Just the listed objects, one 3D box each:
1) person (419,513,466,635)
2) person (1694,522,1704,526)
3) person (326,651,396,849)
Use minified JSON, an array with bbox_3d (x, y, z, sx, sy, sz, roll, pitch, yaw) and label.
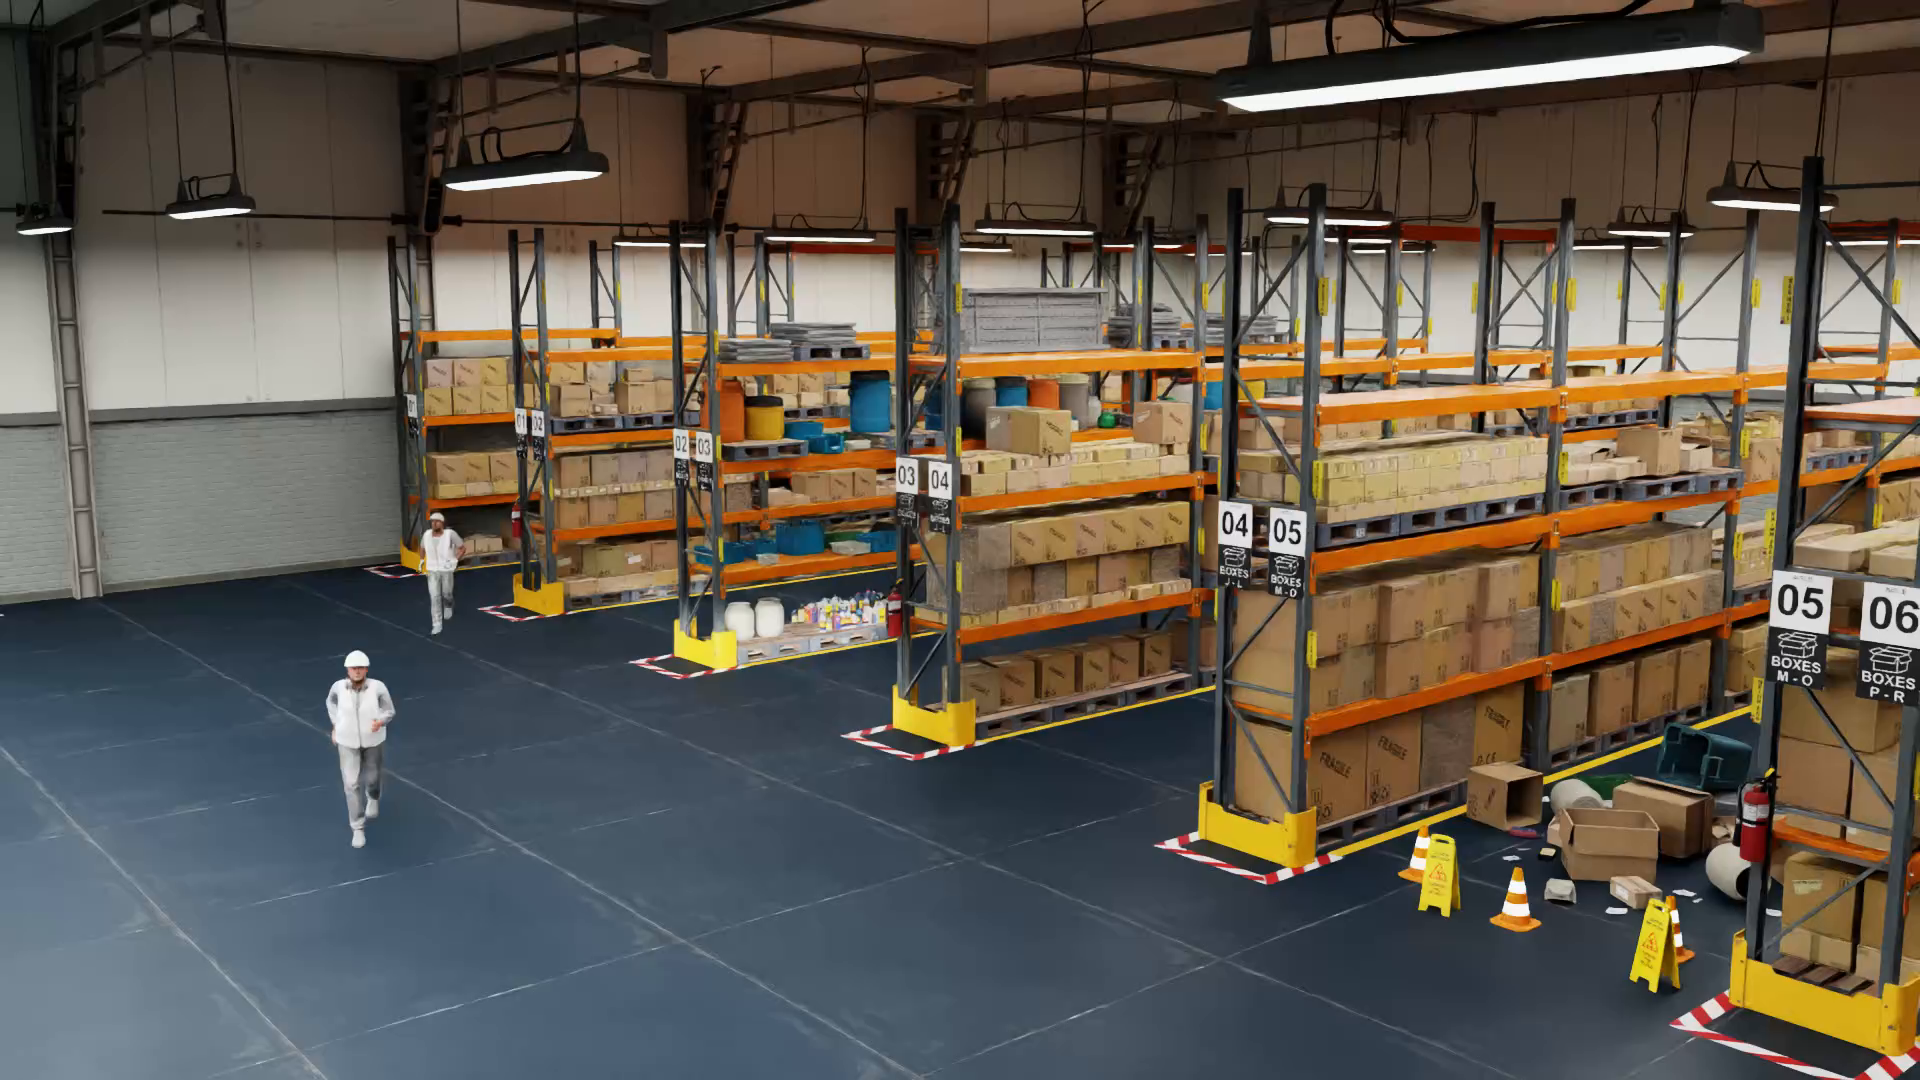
[{"bbox_3d":[-7.753,0.464,24.934,0.694,1.793,0.850,0,9,-3],"label":"person"},{"bbox_3d":[10.736,0.612,24.146,0.835,1.768,0.717,-7,11,-38],"label":"person"},{"bbox_3d":[-5.629,1.897,15.671,0.617,1.784,0.953,-3,9,-19],"label":"person"}]
